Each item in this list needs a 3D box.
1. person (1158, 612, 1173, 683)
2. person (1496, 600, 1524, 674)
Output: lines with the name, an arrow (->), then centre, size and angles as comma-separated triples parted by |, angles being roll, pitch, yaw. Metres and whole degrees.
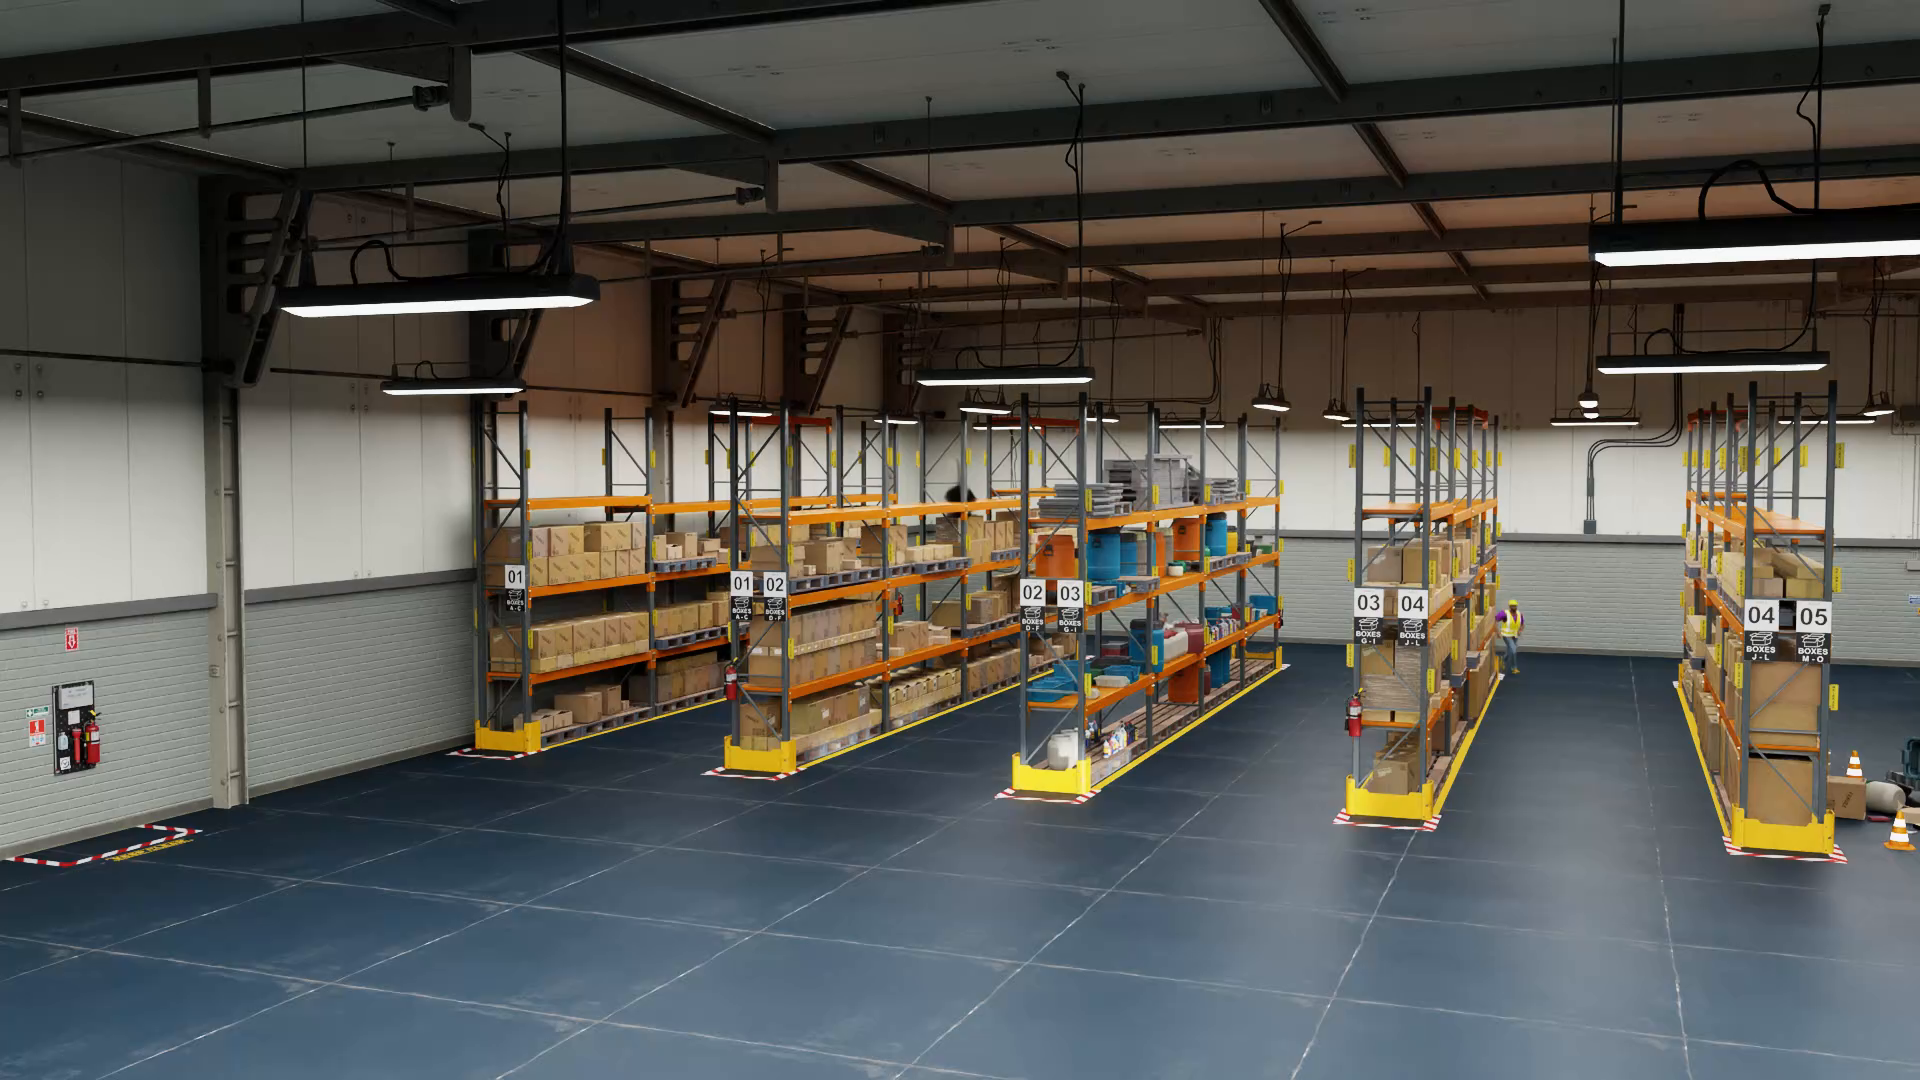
person -> 4.500, 2.396, 37.109 | 0.594, 1.615, 0.676 | 0, 3, 7
person -> 12.811, 2.246, 38.918 | 0.702, 1.738, 0.735 | -1, 3, -23
